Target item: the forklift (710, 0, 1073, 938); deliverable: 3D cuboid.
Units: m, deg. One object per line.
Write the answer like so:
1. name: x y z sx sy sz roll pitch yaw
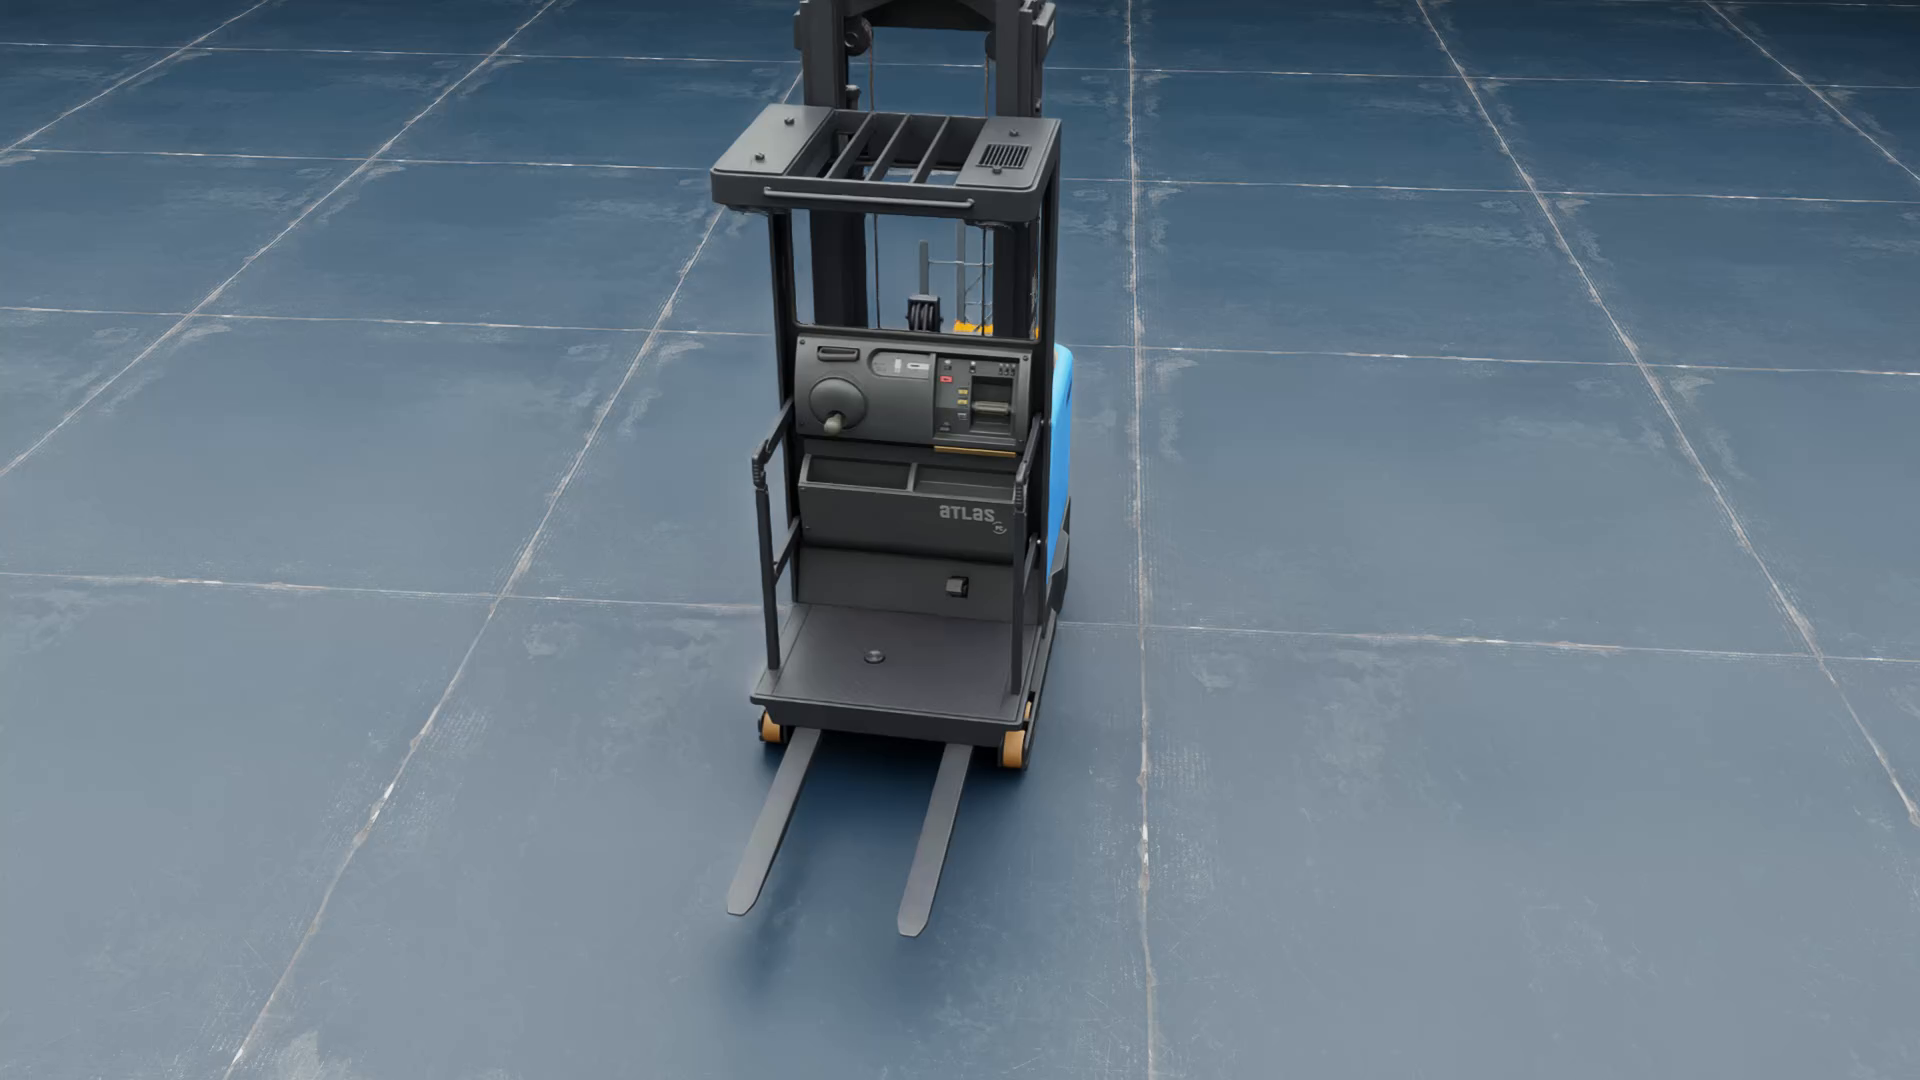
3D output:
1. forklift: -0.221 -0.524 6.306 1.130 2.935 3.031 5 32 8

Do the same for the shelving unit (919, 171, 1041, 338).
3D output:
1. shelving unit: 0.146 -0.977 8.405 0.587 1.500 1.083 5 32 8

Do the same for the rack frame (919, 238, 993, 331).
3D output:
1. rack frame: 0.062 -0.718 7.986 0.500 1.500 0.032 5 32 8

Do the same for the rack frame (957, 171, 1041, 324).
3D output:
1. rack frame: 0.233 -1.244 8.840 0.500 1.500 0.032 5 32 8

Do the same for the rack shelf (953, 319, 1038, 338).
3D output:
1. rack shelf: 0.148 -0.828 8.507 0.538 0.185 1.000 5 32 8
